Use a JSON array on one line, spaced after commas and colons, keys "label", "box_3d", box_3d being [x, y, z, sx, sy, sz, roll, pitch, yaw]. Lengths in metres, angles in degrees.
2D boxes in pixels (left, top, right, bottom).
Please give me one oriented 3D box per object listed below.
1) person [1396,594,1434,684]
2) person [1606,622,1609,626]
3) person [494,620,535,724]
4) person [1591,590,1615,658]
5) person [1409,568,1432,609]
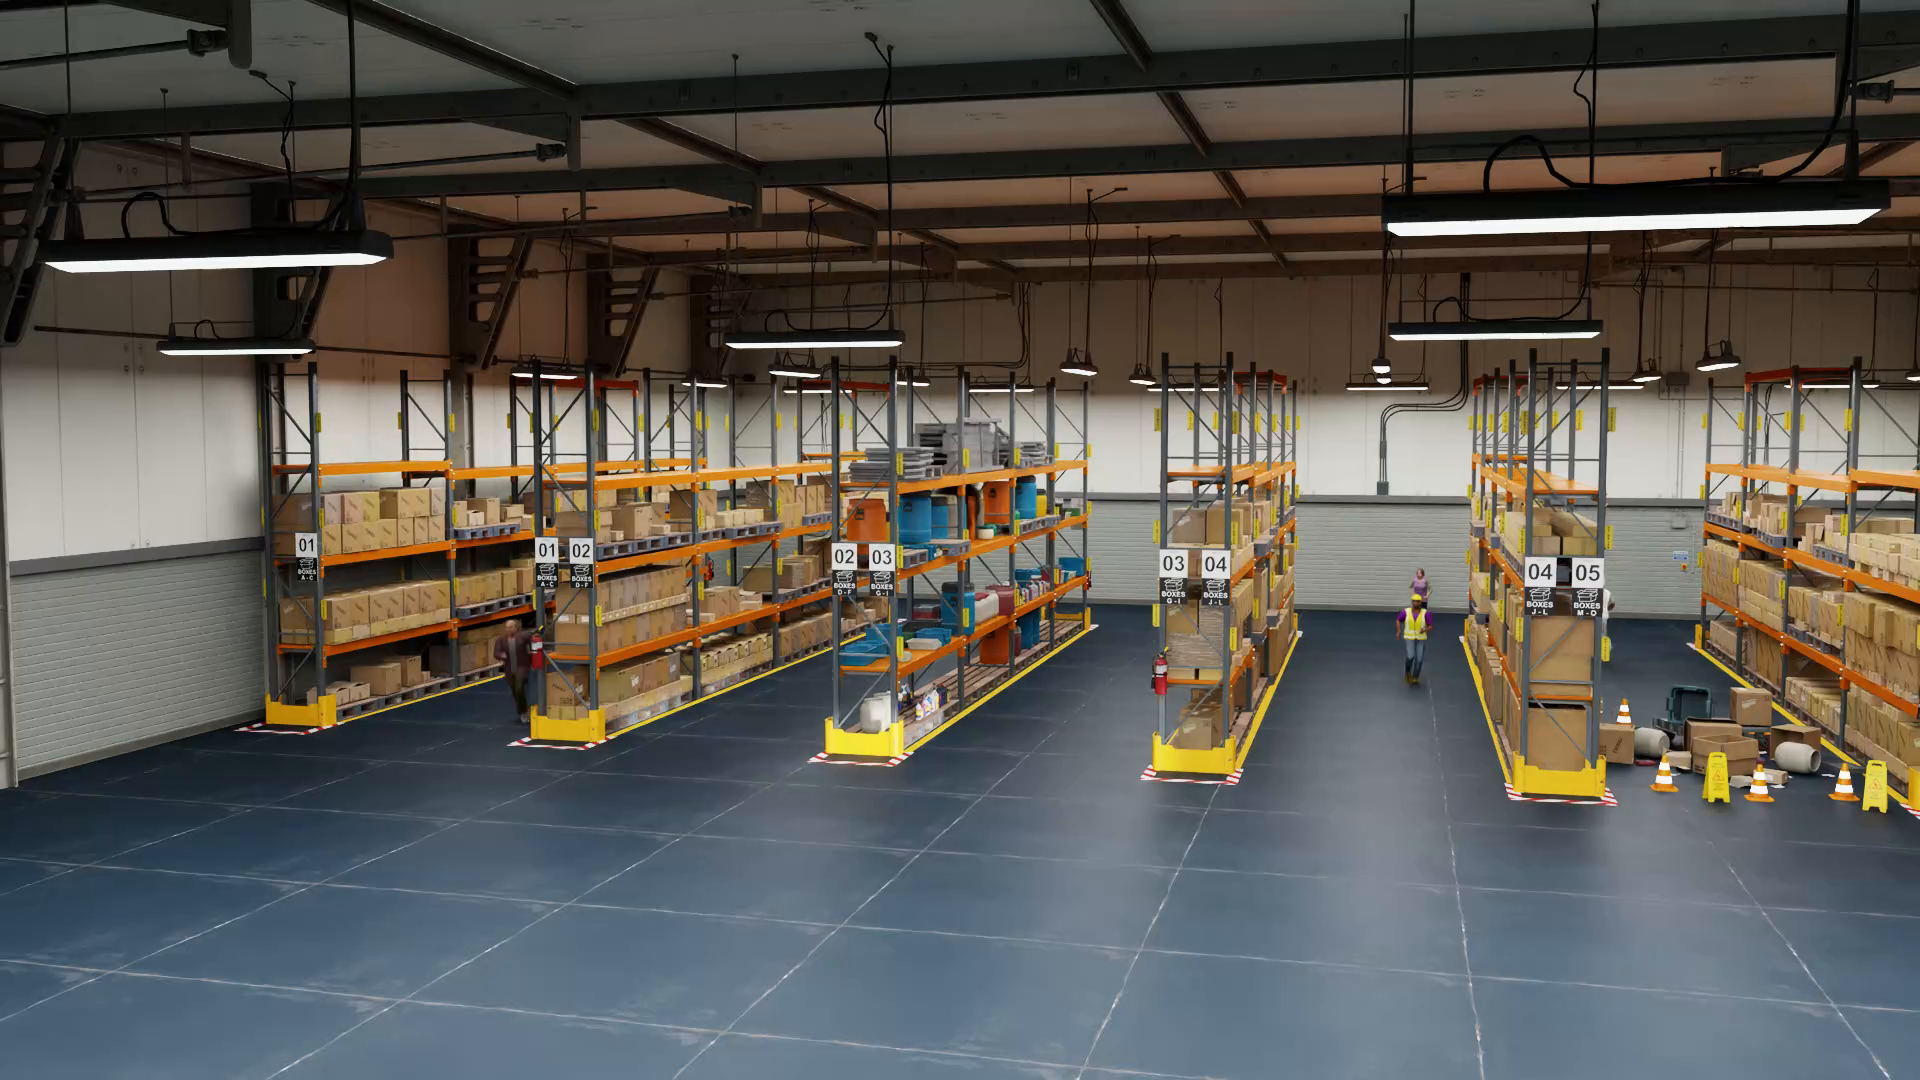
[{"label": "person", "box_3d": [8.669, 1.891, 31.669, 0.674, 1.721, 0.660, 1, 4, 10]}, {"label": "person", "box_3d": [14.795, 1.435, 39.098, 0.848, 1.613, 0.614, 0, 4, 6]}, {"label": "person", "box_3d": [-7.431, 2.182, 27.840, 0.628, 1.729, 1.011, 0, 4, 7]}, {"label": "person", "box_3d": [13.540, 1.670, 35.148, 0.688, 1.730, 0.766, 0, 4, -3]}, {"label": "person", "box_3d": [10.856, 1.459, 39.228, 0.548, 1.604, 0.800, 1, 4, 20]}]
